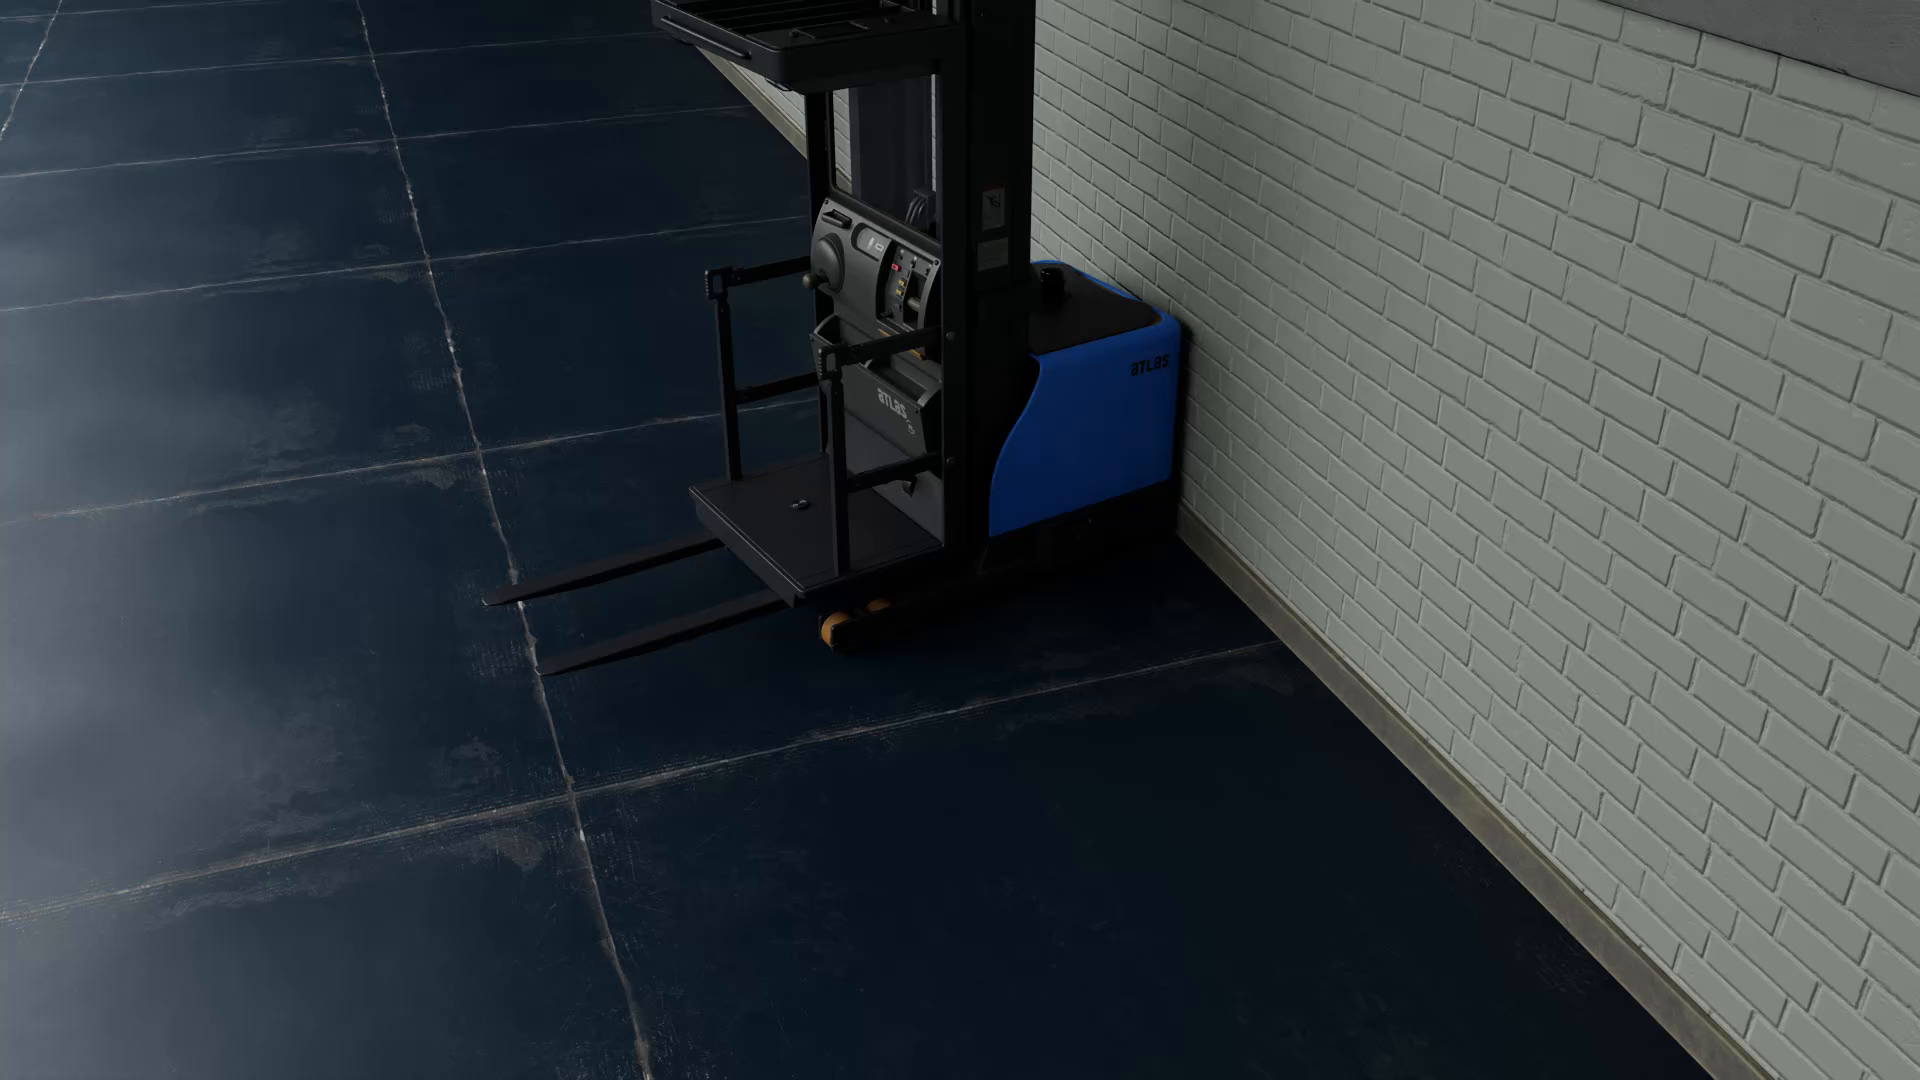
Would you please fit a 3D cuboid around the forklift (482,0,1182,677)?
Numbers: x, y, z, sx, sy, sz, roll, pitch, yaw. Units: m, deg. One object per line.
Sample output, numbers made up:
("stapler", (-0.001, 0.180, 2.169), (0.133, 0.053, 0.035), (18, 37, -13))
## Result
("forklift", (-0.527, -1.105, 6.728), (3.031, 2.935, 1.130), (-18, 34, -28))
